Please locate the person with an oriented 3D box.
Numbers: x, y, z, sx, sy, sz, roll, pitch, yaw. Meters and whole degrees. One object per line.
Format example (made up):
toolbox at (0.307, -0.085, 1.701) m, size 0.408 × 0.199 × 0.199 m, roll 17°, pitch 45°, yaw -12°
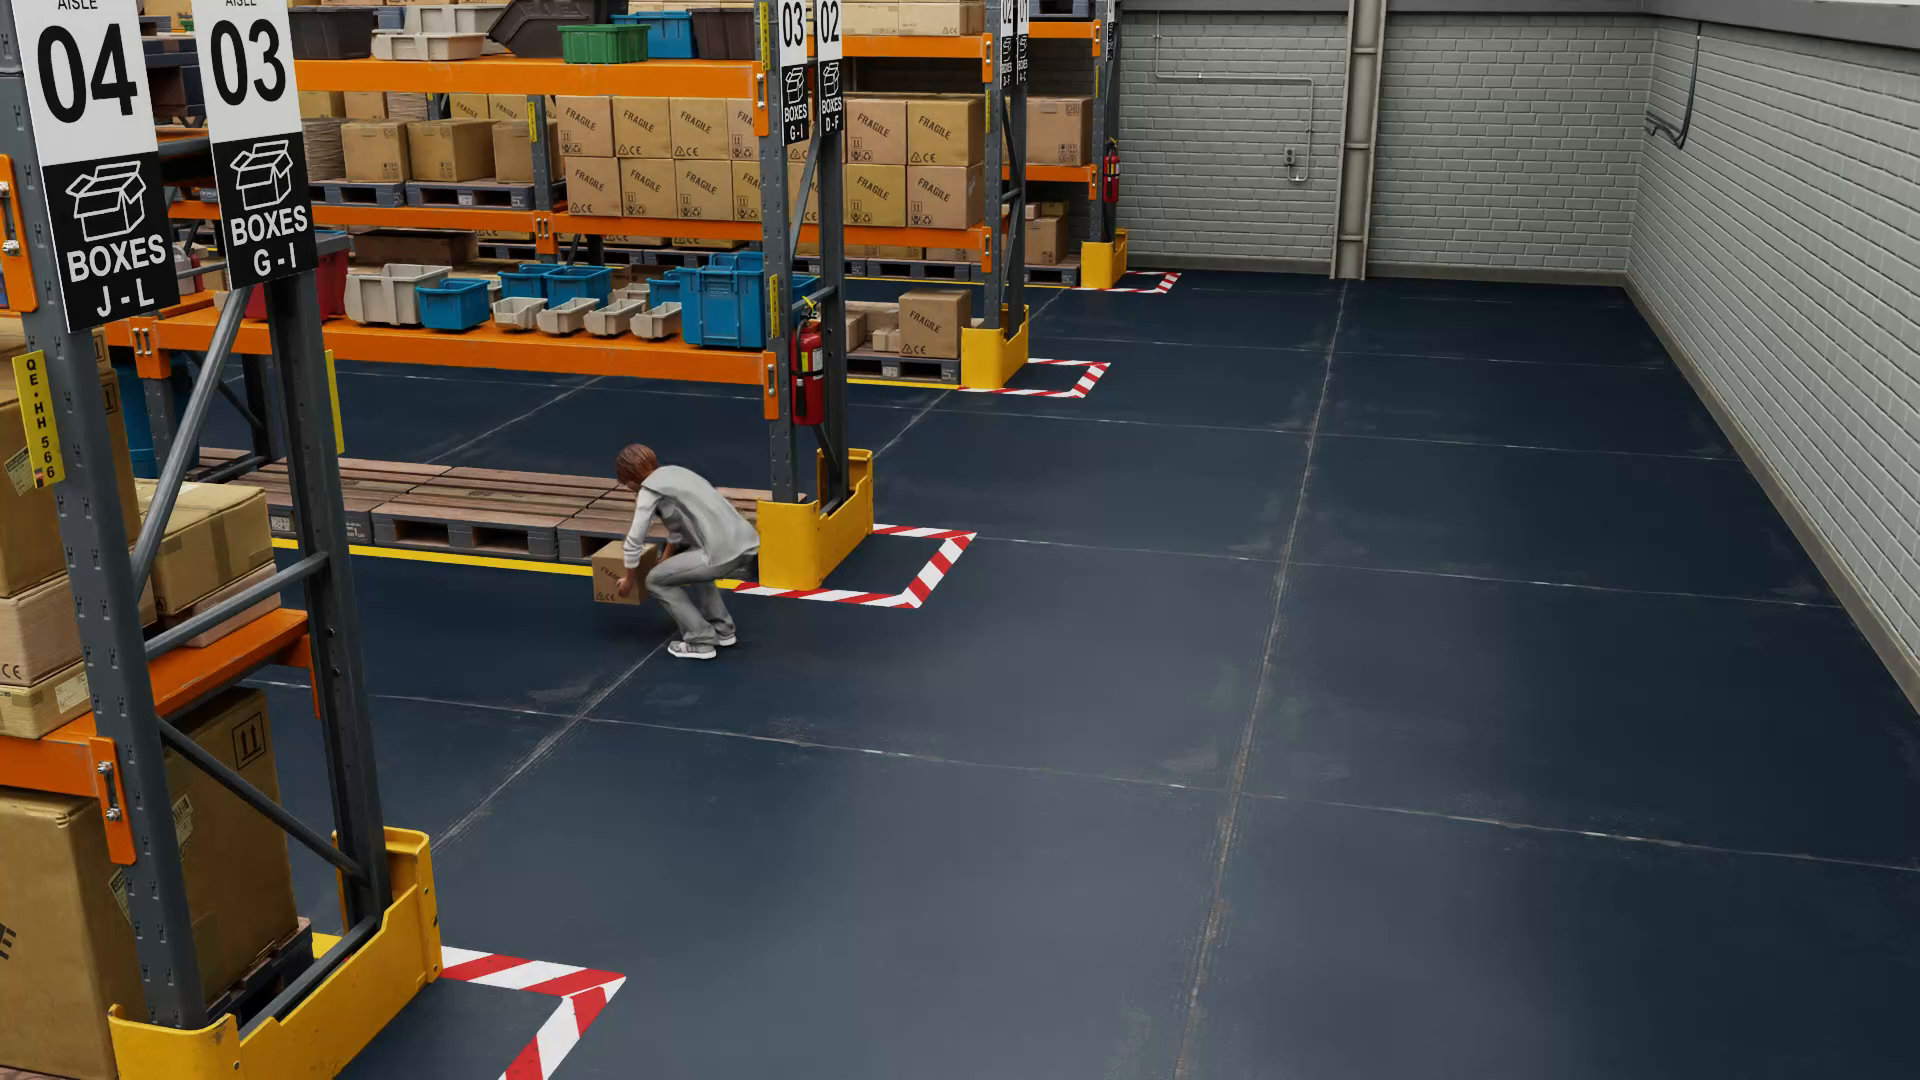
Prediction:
person at (-1.363, 0.061, 8.276) m, size 0.757 × 1.039 × 0.454 m, roll 10°, pitch 21°, yaw 27°
